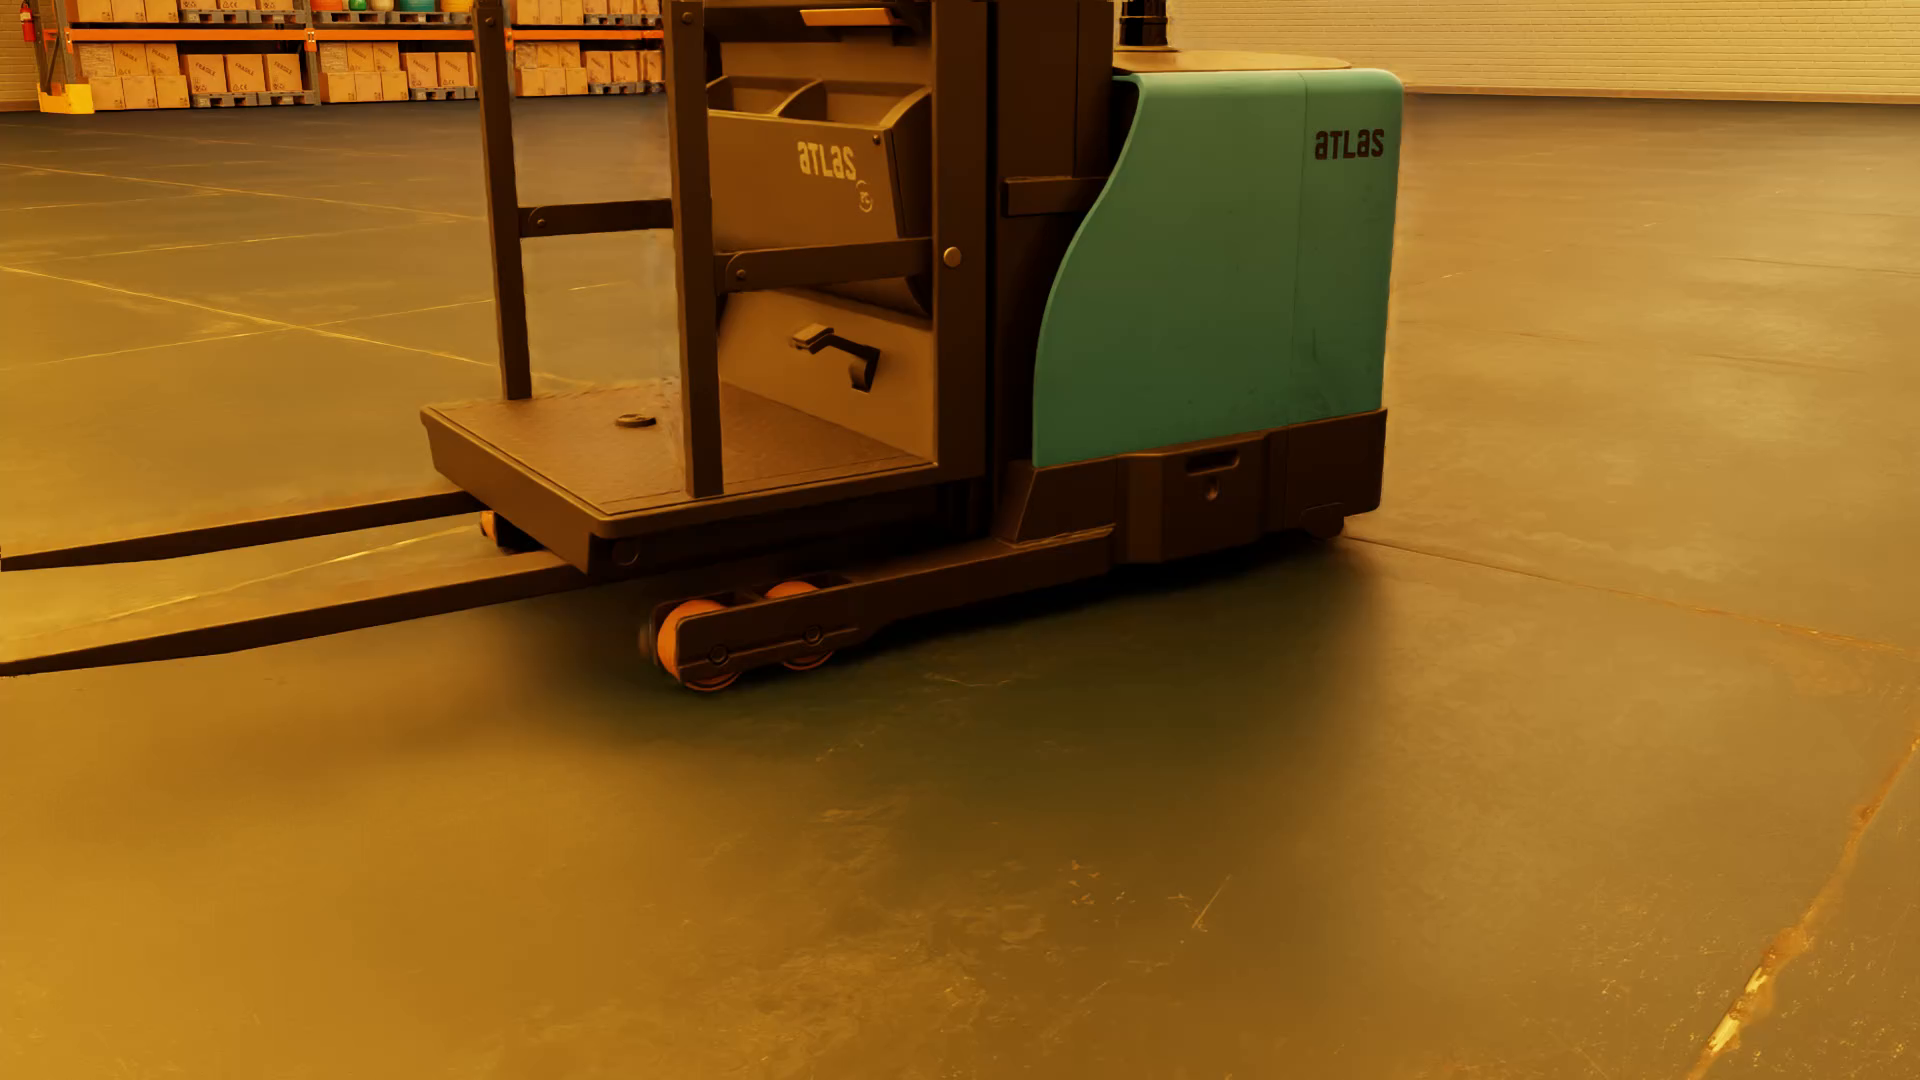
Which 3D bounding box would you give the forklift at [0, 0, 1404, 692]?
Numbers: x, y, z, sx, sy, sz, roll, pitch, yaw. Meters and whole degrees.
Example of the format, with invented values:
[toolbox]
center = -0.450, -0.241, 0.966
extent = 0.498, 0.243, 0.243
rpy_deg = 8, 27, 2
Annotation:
[forklift]
center = -0.507, -1.300, 3.180
extent = 3.031, 2.935, 1.130
rpy_deg = -11, 20, -32
